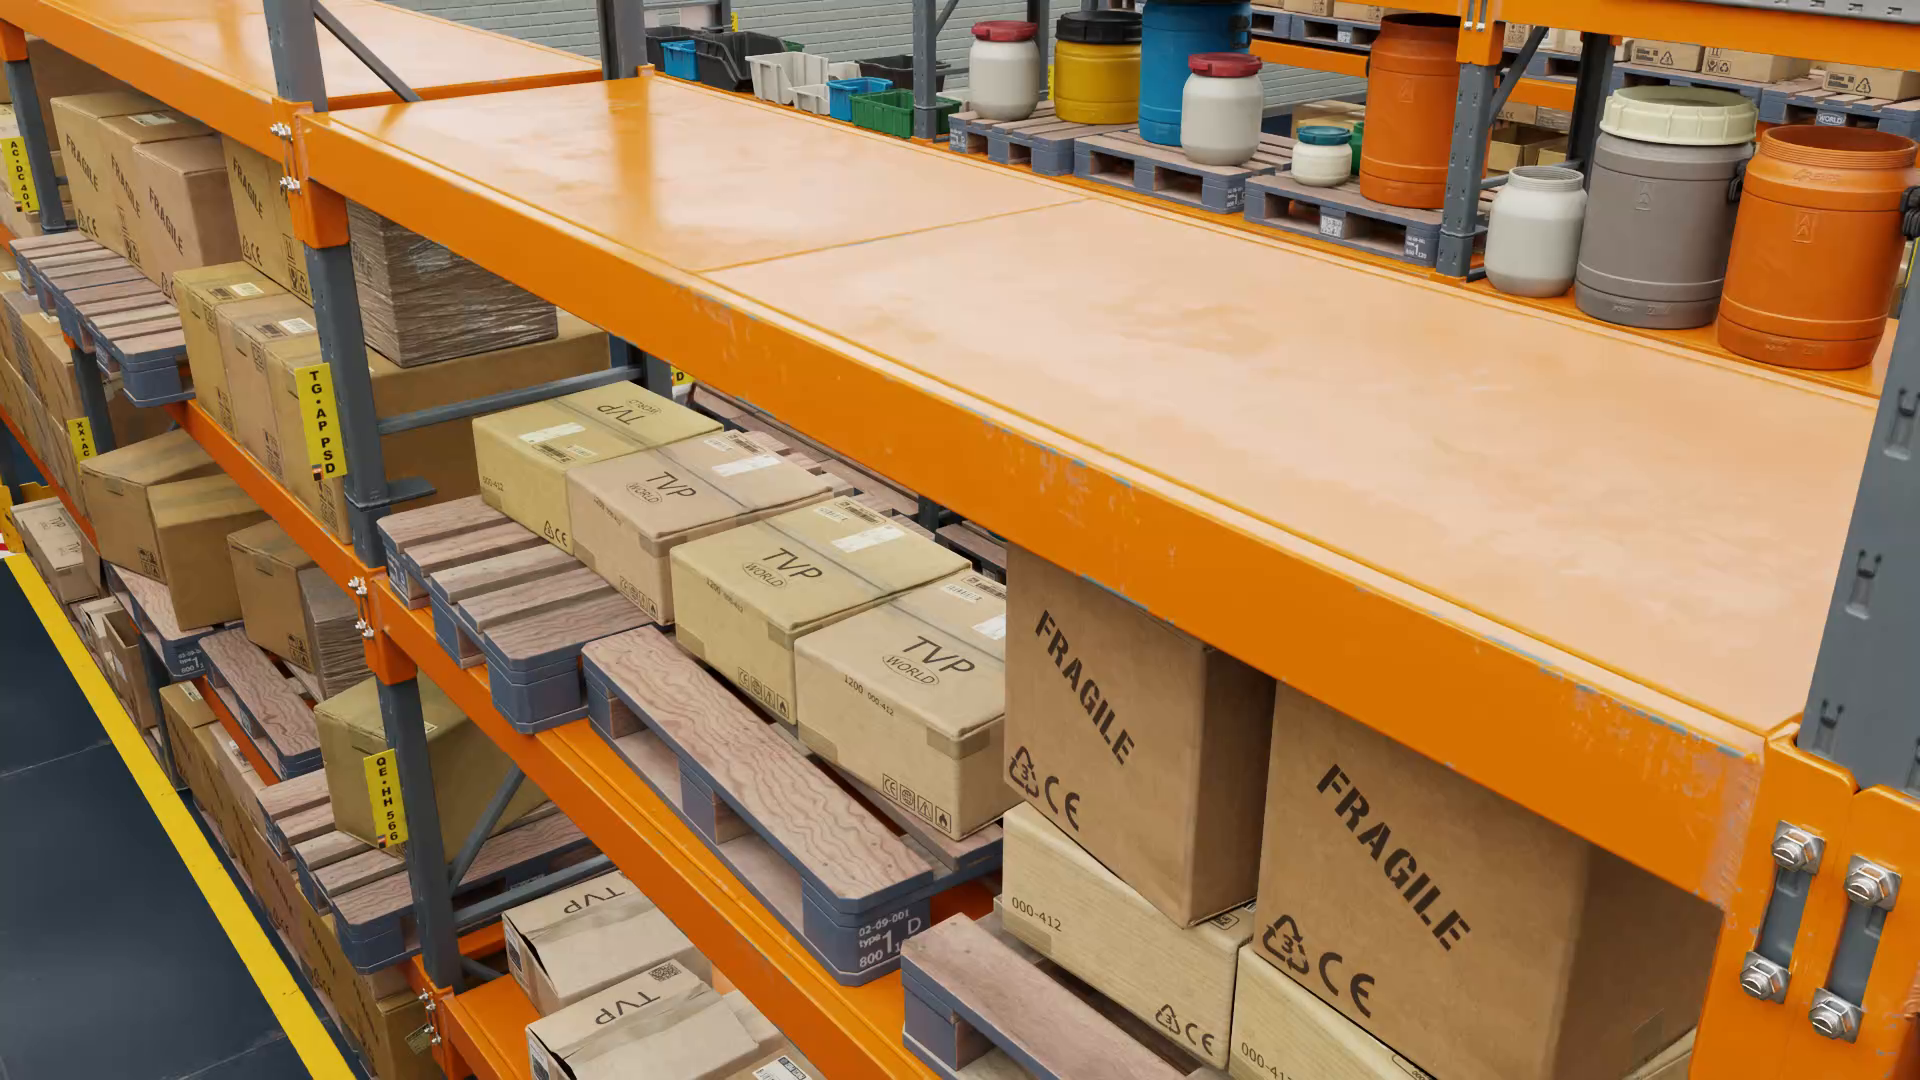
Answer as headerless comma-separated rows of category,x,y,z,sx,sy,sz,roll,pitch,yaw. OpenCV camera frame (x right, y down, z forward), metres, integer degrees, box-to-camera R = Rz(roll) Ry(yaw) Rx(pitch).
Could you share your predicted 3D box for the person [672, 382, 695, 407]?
person,-2.141,-1.057,11.840,0.623,1.781,0.487,-18,30,-34
